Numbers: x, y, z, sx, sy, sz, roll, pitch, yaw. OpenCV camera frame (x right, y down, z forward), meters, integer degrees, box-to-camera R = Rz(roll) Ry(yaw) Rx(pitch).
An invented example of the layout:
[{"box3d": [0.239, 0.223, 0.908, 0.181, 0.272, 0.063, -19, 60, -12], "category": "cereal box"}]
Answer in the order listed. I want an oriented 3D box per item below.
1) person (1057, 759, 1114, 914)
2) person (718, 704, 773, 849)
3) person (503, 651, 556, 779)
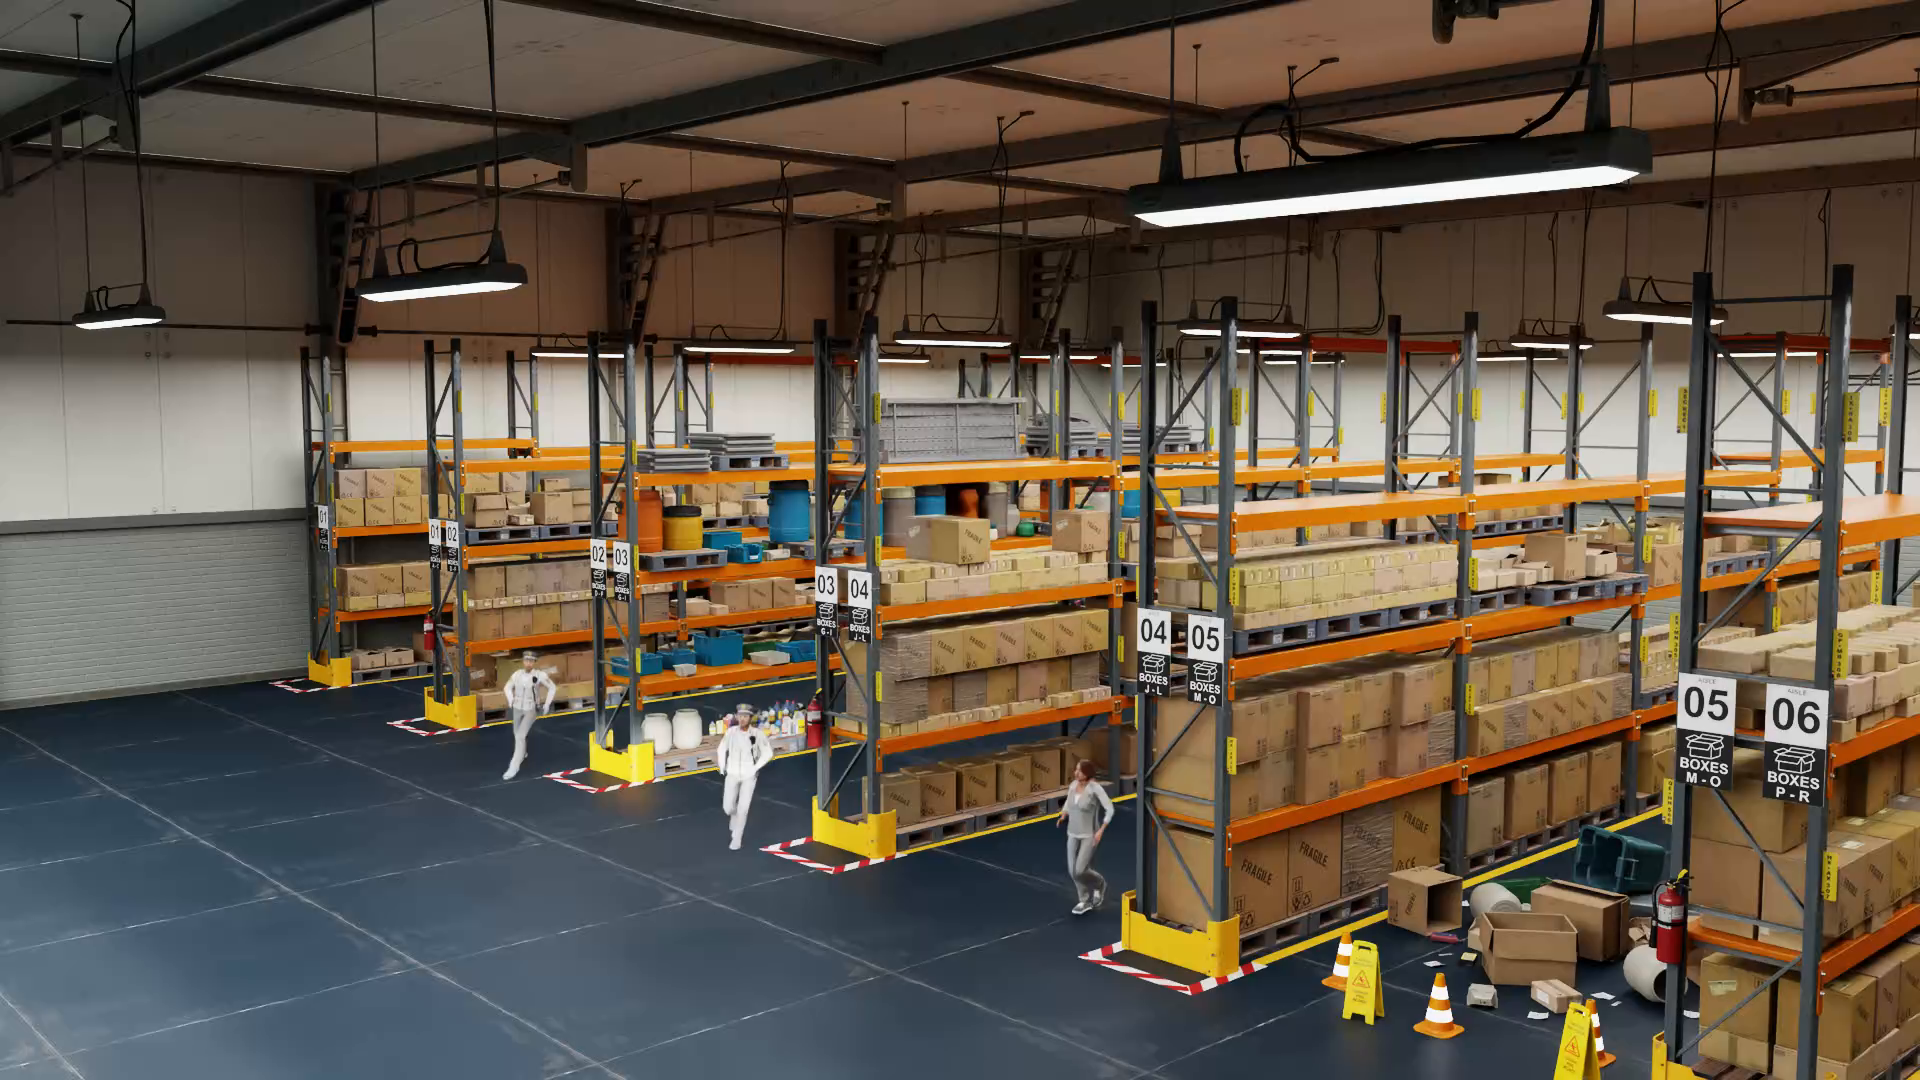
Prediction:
[{"box3d": [1.212, 2.938, 16.453, 0.552, 1.557, 0.540, 5, 7, 42], "category": "person"}, {"box3d": [-2.463, 2.675, 19.063, 0.640, 1.660, 0.552, 1, 5, 6], "category": "person"}, {"box3d": [-5.902, 2.341, 22.647, 0.680, 1.702, 0.837, 1, 5, 12], "category": "person"}]
